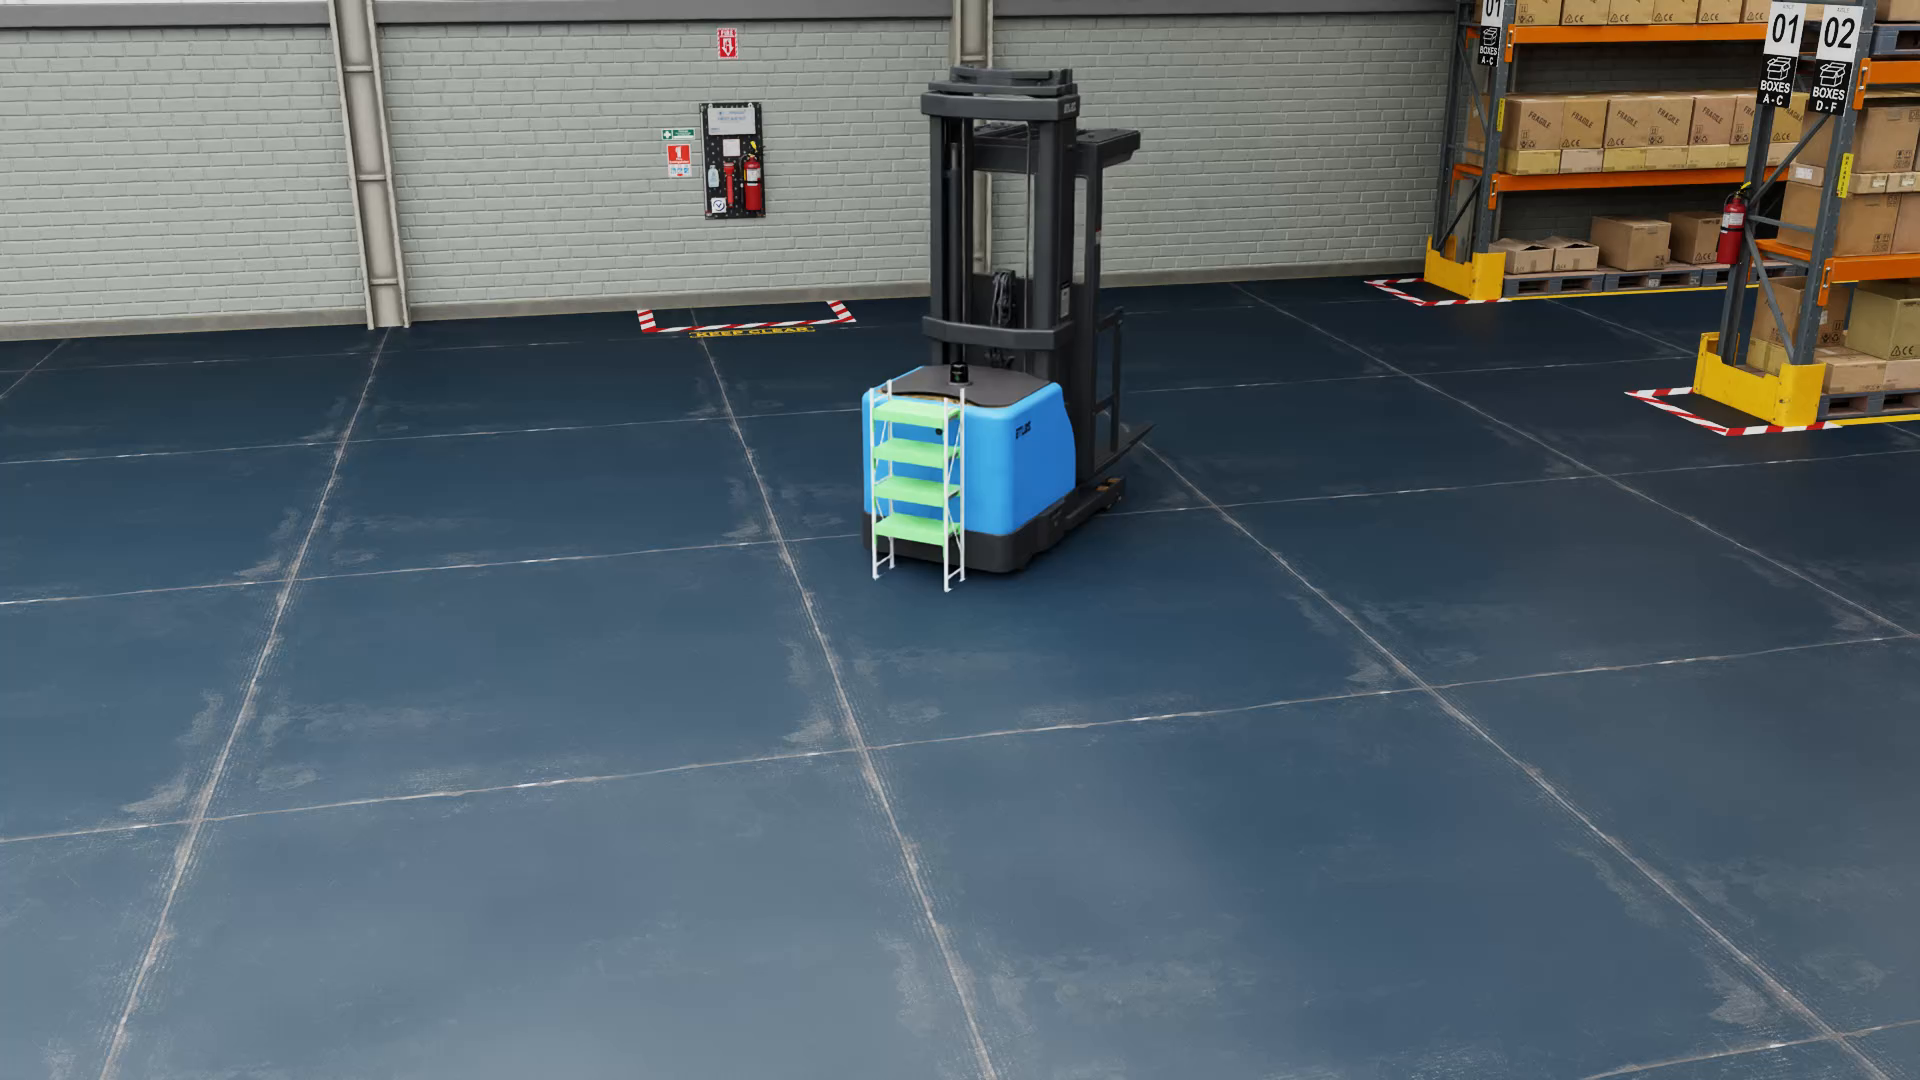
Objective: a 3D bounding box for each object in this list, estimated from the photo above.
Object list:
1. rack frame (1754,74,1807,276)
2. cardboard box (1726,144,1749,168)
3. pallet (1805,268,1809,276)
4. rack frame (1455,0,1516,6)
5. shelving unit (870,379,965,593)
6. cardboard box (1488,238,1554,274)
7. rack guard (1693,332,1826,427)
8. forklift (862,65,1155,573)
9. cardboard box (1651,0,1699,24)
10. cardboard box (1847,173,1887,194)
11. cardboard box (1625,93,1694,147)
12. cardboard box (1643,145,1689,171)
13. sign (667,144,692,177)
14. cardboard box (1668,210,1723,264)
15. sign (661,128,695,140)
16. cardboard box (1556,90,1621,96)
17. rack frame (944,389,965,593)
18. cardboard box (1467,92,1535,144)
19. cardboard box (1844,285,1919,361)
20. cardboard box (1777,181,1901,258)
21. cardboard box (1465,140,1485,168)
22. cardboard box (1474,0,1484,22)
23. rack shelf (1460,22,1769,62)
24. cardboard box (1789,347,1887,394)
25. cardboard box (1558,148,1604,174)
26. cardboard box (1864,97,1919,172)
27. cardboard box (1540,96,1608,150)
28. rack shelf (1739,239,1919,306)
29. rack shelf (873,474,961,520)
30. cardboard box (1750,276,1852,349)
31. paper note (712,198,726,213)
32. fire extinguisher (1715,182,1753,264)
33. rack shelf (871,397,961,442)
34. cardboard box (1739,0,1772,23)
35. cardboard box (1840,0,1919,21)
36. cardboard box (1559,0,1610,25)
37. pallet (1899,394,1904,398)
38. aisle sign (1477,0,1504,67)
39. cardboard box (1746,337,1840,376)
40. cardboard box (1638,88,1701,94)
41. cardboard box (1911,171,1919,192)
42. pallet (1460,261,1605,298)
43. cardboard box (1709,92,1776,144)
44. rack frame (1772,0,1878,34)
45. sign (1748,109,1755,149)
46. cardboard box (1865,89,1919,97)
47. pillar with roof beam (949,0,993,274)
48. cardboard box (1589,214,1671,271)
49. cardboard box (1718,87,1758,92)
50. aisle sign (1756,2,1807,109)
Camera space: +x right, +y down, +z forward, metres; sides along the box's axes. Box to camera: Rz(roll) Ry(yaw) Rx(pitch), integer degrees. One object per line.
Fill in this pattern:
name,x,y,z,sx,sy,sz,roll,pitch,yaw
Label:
rack frame,9.361,-4.491,18.715,0.127,3.000,1.000,-5,21,-12
cardboard box,8.483,-4.255,18.258,0.500,0.250,0.500,-5,21,-12
pallet,10.118,-3.244,19.364,1.213,0.211,1.003,-5,21,-12
rack frame,5.468,-6.992,16.818,0.127,3.000,1.000,-5,21,-12
shelving unit,-0.251,-0.323,9.951,0.503,1.200,0.258,10,22,25
cardboard box,6.162,-3.143,18.304,0.500,0.311,0.500,-7,21,-19
rack guard,6.588,-1.341,13.749,0.348,0.500,1.175,-5,21,-12
forklift,0.499,-1.644,11.043,1.130,2.935,3.031,10,22,25
cardboard box,7.403,-5.705,17.492,0.500,0.500,0.500,-3,20,-9
cardboard box,7.043,-2.827,13.084,0.250,0.149,0.380,-5,21,-13
cardboard box,7.489,-4.522,17.898,0.500,0.500,0.500,-4,20,-11
cardboard box,7.508,-4.170,18.025,0.500,0.250,0.500,-4,21,-12
sign,-2.864,-3.869,16.965,0.234,0.329,0.001,-5,21,-12
cardboard box,8.360,-3.429,18.808,0.500,0.500,0.500,-6,21,-17
sign,-2.858,-4.116,16.867,0.331,0.109,0.001,-5,21,-12
cardboard box,6.872,-4.653,18.255,0.500,0.500,0.500,-5,21,-14
rack frame,-0.032,-0.286,9.850,0.015,1.200,0.240,10,22,25
cardboard box,5.878,-4.574,18.040,0.500,0.500,0.500,-5,21,-13
cardboard box,7.671,-1.783,13.619,0.500,0.500,0.500,-5,21,-12
cardboard box,7.069,-2.596,13.396,0.500,0.500,0.700,-5,21,-12
cardboard box,5.878,-4.216,18.151,0.500,0.250,0.500,-4,21,-12
cardboard box,5.816,-5.757,17.635,0.500,0.500,0.500,-3,20,-9
rack shelf,7.415,-5.404,17.890,4.000,0.370,1.077,-5,21,-12
cardboard box,7.185,-1.391,13.638,0.500,0.250,0.500,-5,21,-12
cardboard box,6.518,-4.092,17.813,0.500,0.250,0.500,-5,21,-14
cardboard box,7.631,-3.253,13.303,0.500,0.500,0.700,-5,21,-14
cardboard box,6.485,-4.439,17.670,0.500,0.500,0.500,-5,21,-12
rack shelf,8.558,-2.337,13.880,4.000,0.370,1.077,-5,21,-12
rack shelf,-0.251,-0.263,9.973,0.480,0.148,0.258,10,22,25
cardboard box,7.065,-1.917,13.984,0.500,0.500,0.500,-5,21,-12
paper note,-2.490,-3.457,17.173,0.142,0.148,0.016,-5,21,-12
fire extinguisher,6.390,-2.627,13.737,0.183,0.674,0.296,-5,21,-12
rack shelf,-0.251,-0.713,9.808,0.480,0.148,0.258,10,22,25
cardboard box,8.431,-5.798,17.745,0.500,0.500,0.500,-6,21,-17
cardboard box,7.172,-4.281,12.815,0.637,0.503,0.797,-3,20,-9
cardboard box,6.382,-5.613,17.241,0.500,0.500,0.500,-3,20,-9
pallet,8.531,-1.377,14.268,1.213,0.211,1.003,-5,21,-12
aisle sign,5.467,-5.289,17.113,0.004,0.787,0.394,-5,21,-12
cardboard box,7.066,-1.564,14.111,0.500,0.250,0.500,-5,21,-12
cardboard box,7.865,-4.738,18.486,0.500,0.500,0.500,-4,21,-11
cardboard box,7.543,-2.868,13.196,0.250,0.149,0.380,-5,21,-12
pallet,6.341,-2.924,18.490,1.213,0.211,1.003,-5,21,-12
cardboard box,8.488,-4.600,18.110,0.500,0.500,0.500,-5,21,-13
rack frame,6.612,-5.334,12.293,0.127,3.000,1.000,-5,21,-12
sign,6.500,-3.355,13.583,0.005,0.325,0.100,-5,21,-12
cardboard box,10.409,-4.816,18.815,0.500,0.500,0.700,-3,20,-7
pillar with roof beam,1.102,-5.421,12.530,0.400,9.000,9.100,-5,21,-12
cardboard box,7.442,-3.319,18.508,0.500,0.500,0.700,-6,21,-16
cardboard box,8.855,-4.815,18.697,0.500,0.500,0.500,-5,21,-14
aisle sign,6.480,-3.831,13.132,0.004,0.787,0.394,-5,21,-12
